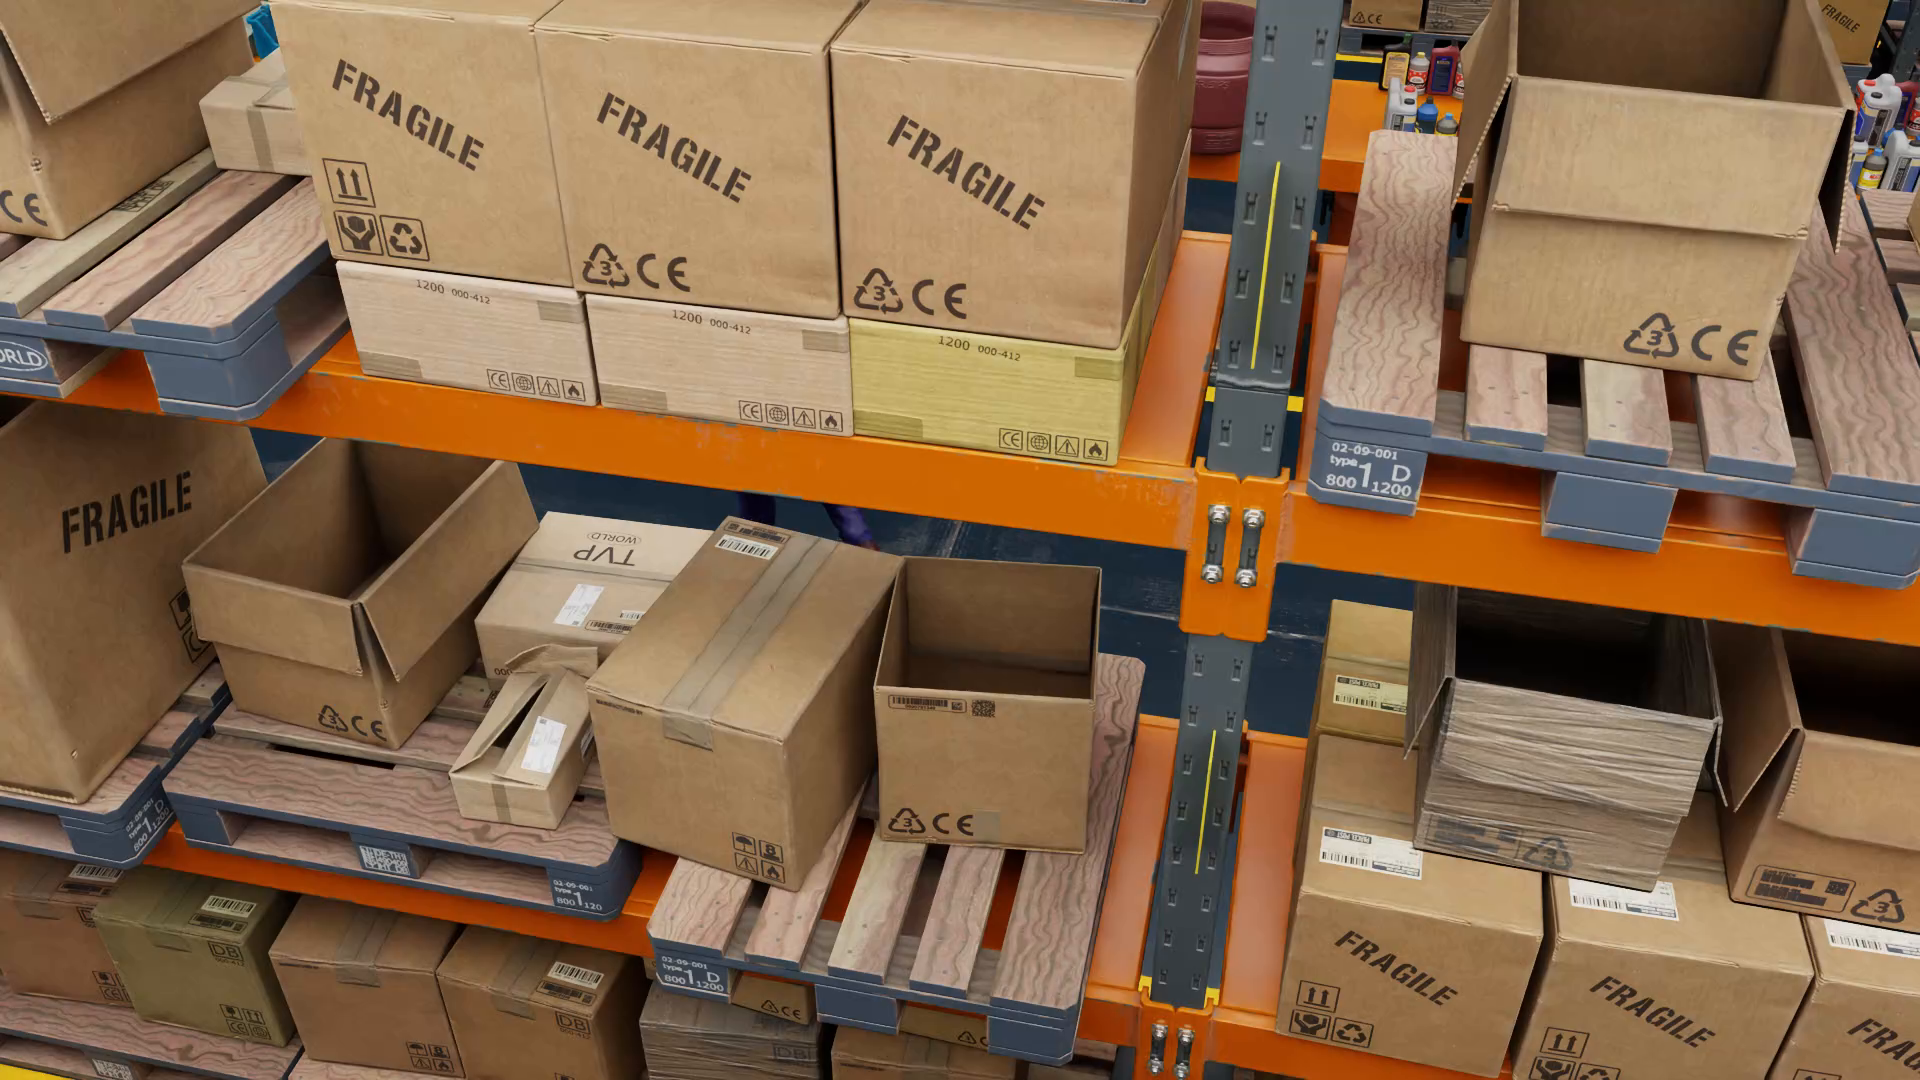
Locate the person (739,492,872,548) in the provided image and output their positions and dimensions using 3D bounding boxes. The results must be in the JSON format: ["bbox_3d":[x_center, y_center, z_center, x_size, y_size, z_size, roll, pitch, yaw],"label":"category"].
[{"bbox_3d":[-0.721,-0.517,6.833,0.517,1.640,0.616,-20,41,-25],"label":"person"}]
